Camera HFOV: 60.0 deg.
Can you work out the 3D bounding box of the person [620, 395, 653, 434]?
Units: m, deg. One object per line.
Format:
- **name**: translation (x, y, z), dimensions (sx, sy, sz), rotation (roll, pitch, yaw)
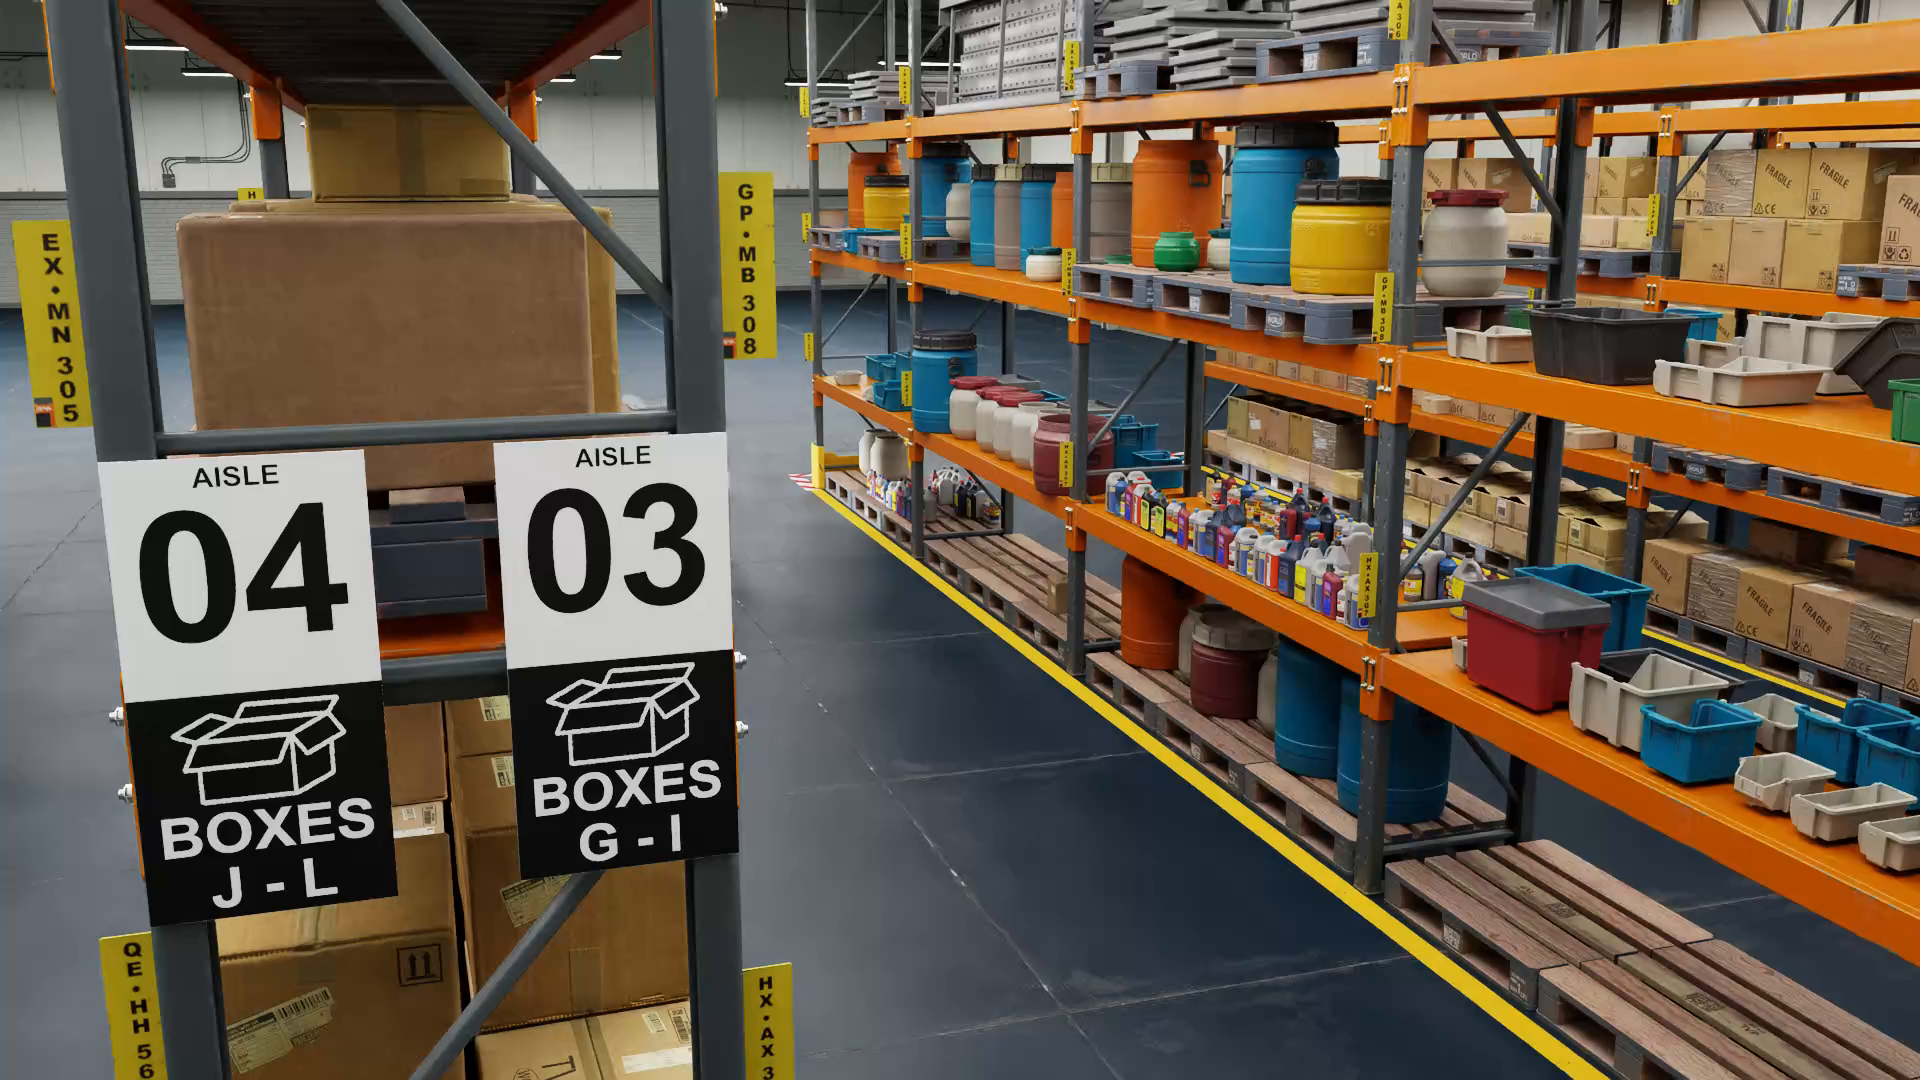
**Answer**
- **person**: translation (-3.039, -0.510, 15.188), dimensions (0.962, 1.636, 0.454), rotation (7, 14, 29)
